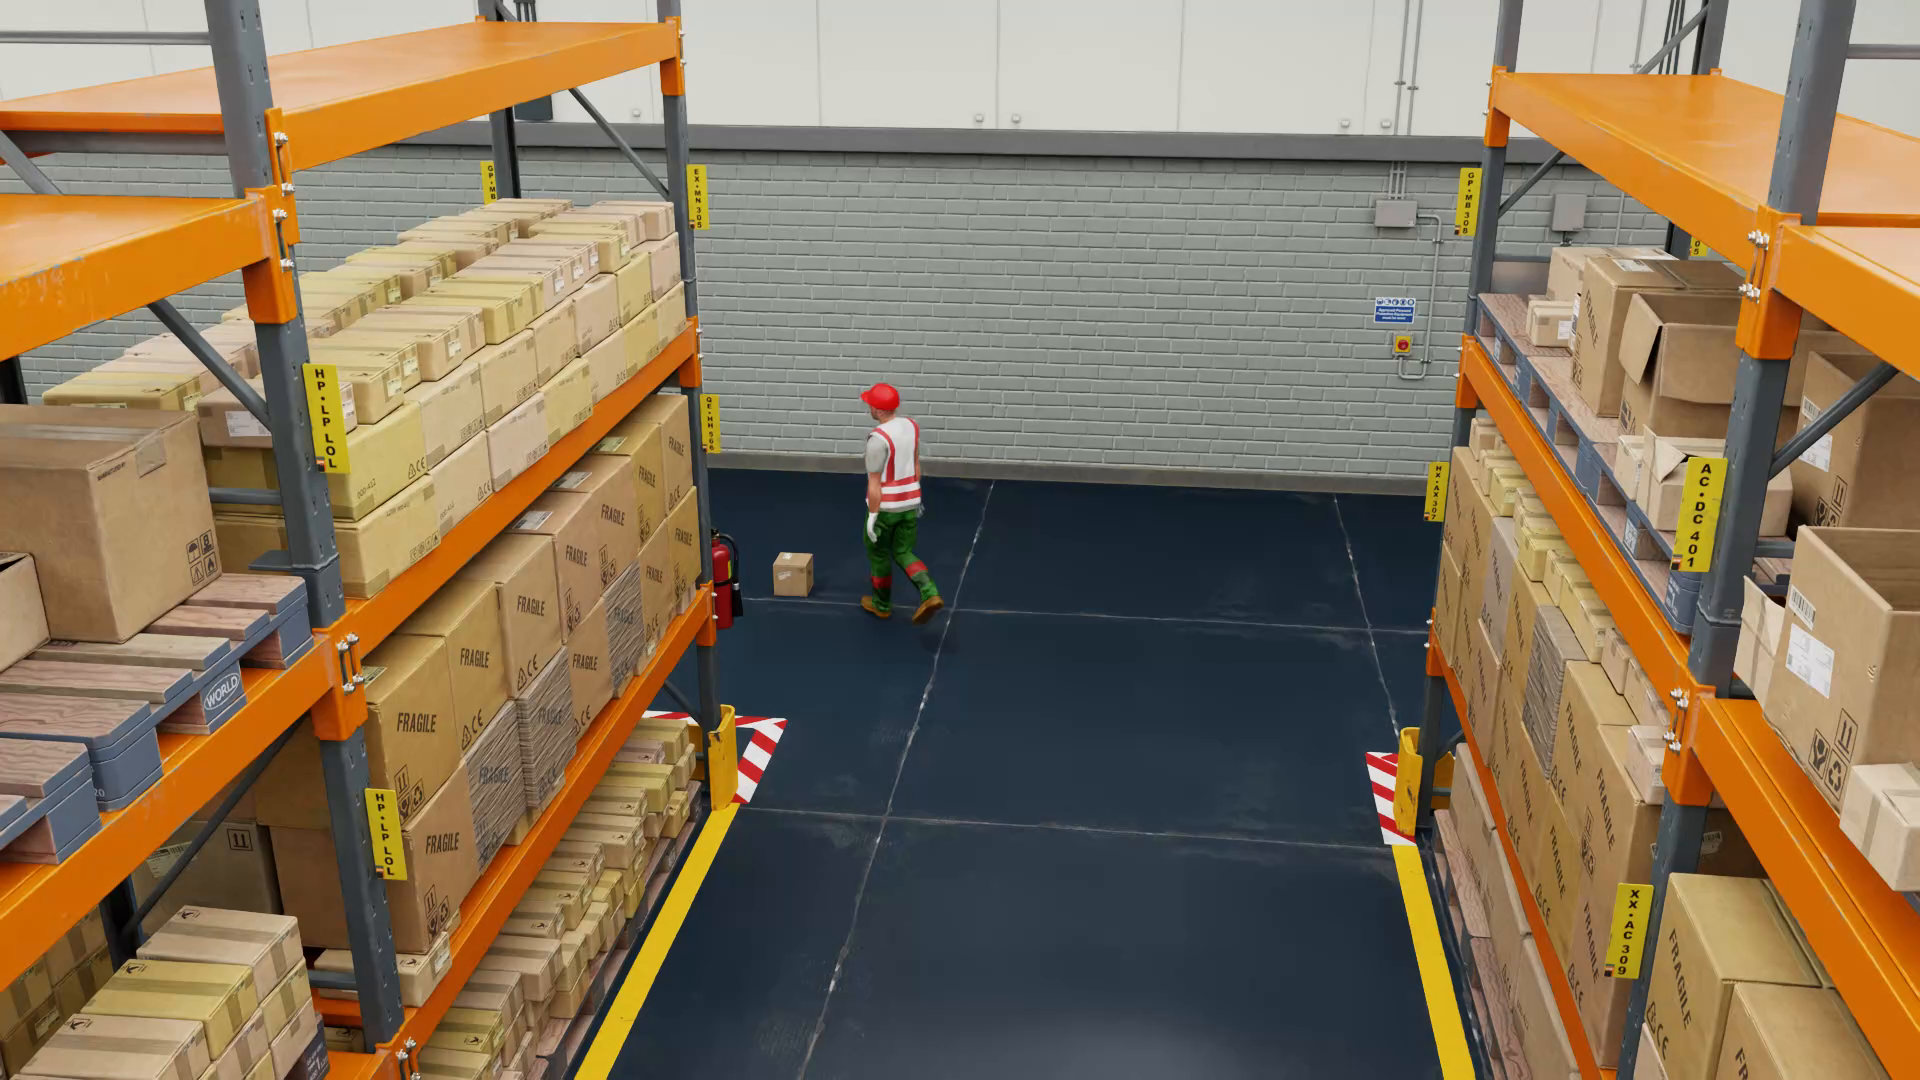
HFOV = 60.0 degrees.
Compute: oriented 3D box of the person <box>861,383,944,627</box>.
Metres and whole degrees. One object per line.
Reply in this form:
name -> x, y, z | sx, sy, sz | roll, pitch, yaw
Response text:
person -> -0.425, -0.232, 11.662 | 0.605, 1.769, 0.838 | -18, 27, -39
